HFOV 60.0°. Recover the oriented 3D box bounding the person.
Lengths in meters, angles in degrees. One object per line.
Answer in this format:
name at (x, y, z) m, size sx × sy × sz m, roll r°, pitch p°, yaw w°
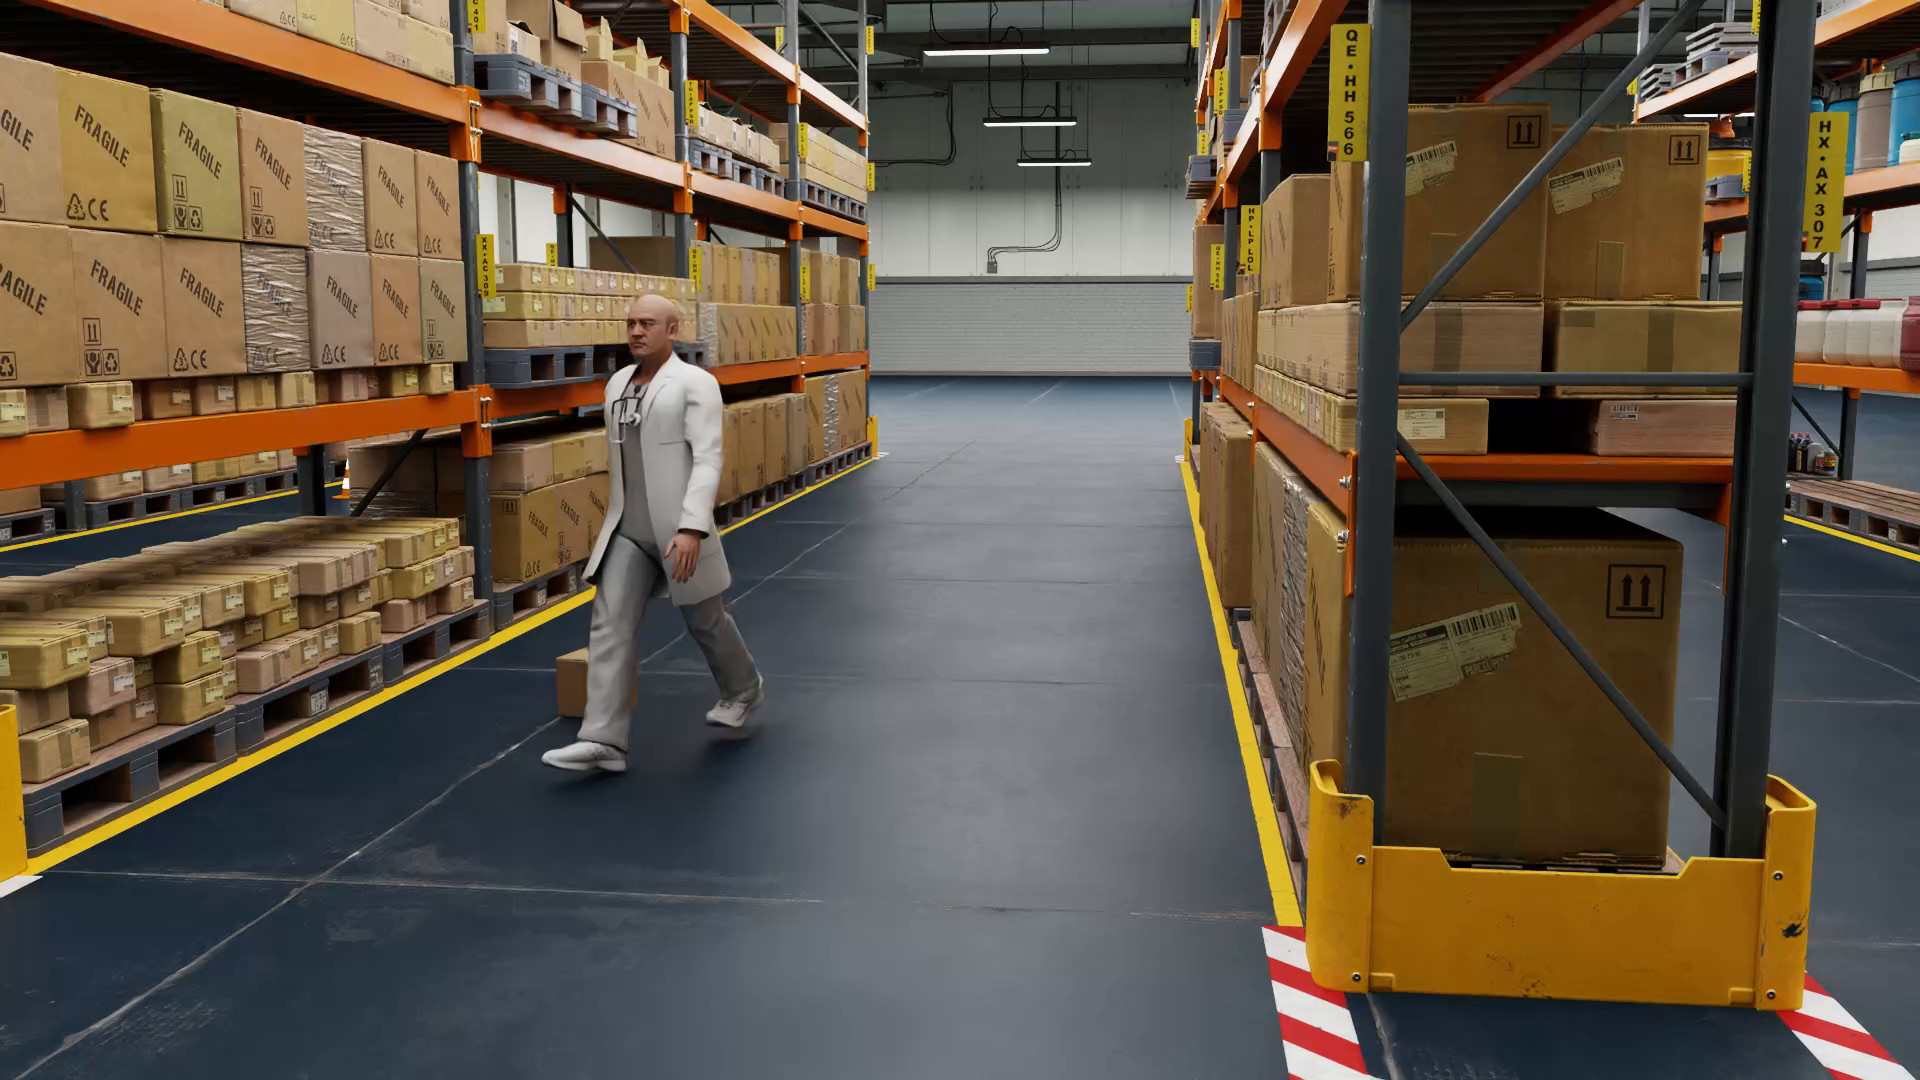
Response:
person at (-1.120, -0.041, 6.219) m, size 0.617 × 1.737 × 1.147 m, roll 3°, pitch 8°, yaw 25°
